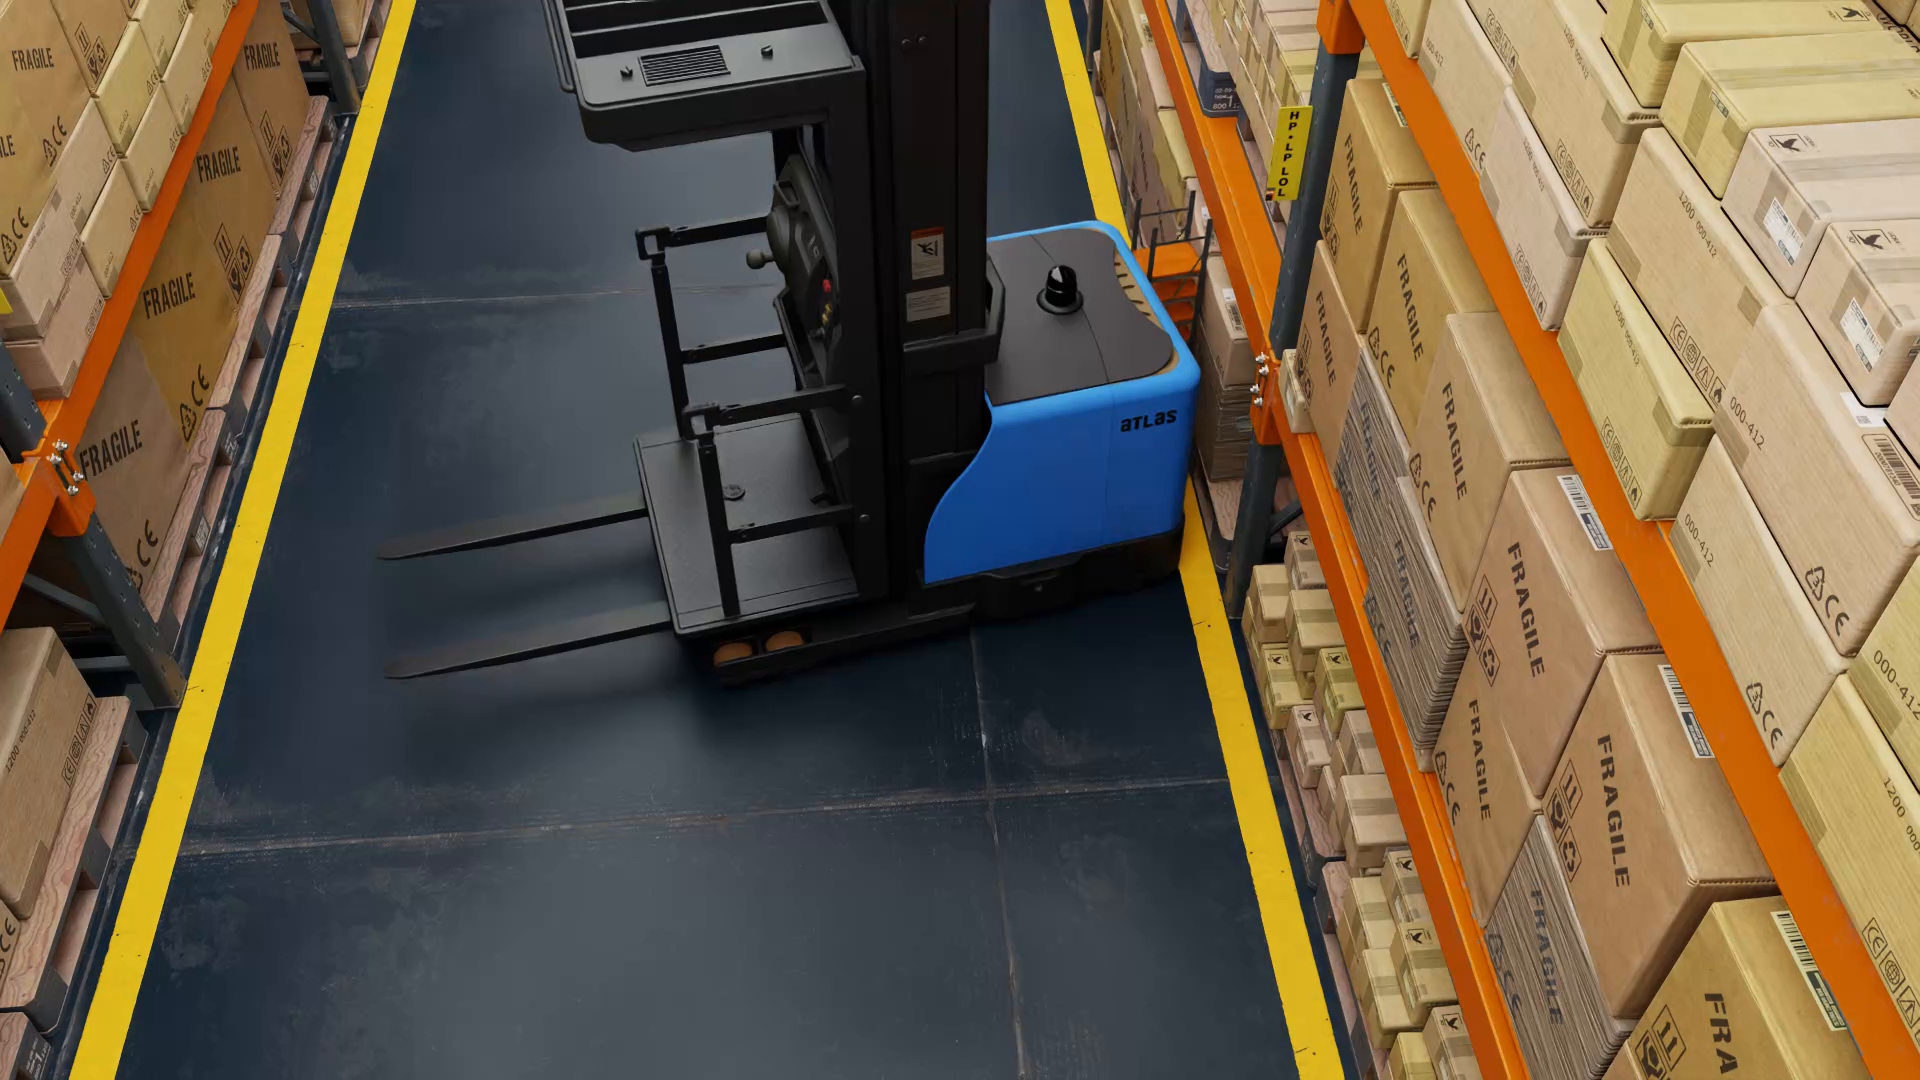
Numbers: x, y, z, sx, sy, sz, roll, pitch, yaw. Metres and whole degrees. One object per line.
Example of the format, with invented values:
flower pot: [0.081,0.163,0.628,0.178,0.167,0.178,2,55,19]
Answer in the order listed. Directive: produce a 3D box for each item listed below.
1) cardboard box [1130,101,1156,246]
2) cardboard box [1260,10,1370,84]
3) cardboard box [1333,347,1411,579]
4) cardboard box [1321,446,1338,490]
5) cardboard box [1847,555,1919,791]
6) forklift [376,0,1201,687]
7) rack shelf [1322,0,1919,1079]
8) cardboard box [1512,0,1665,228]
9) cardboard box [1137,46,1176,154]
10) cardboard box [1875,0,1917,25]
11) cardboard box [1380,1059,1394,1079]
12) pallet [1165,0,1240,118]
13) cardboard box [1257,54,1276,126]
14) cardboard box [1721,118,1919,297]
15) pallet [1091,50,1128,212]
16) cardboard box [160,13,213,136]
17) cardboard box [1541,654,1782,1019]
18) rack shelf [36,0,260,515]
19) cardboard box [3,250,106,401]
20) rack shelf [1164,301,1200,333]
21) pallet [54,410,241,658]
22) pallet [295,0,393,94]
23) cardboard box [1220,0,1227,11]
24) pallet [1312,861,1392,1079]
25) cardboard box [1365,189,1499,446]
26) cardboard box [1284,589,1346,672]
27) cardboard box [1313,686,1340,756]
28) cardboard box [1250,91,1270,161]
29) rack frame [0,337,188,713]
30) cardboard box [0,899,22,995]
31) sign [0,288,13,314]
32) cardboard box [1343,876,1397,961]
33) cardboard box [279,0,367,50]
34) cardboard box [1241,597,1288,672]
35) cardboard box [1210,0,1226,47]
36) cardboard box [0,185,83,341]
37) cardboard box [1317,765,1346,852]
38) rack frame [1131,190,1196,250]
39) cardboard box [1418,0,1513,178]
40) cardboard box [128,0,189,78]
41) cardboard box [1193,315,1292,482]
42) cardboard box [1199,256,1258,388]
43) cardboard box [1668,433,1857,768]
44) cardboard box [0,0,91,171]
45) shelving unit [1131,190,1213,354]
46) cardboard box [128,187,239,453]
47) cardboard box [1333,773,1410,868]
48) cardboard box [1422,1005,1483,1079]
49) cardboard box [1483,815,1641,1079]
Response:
cardboard box: [1.099,-1.709,7.735,0.500,0.500,0.500,-5,47,-4]
cardboard box: [1.265,-1.715,5.782,0.380,0.149,0.250,-5,47,-5]
cardboard box: [1.375,-0.198,4.597,0.500,0.500,0.500,-3,47,-3]
cardboard box: [1.329,-0.299,5.140,0.380,0.149,0.250,-2,47,-2]
cardboard box: [1.535,0.262,2.129,0.500,0.250,0.500,-5,47,-4]
forklift: [-0.706,-0.897,5.580,3.031,2.935,1.130,-12,48,-11]
rack shelf: [1.703,-0.129,3.236,1.077,0.370,4.000,-3,47,-3]
cardboard box: [1.402,-0.856,3.187,0.500,0.250,0.500,-3,47,-3]
cardboard box: [1.089,-1.990,7.484,0.500,0.250,0.500,-3,47,-3]
cardboard box: [1.930,-1.118,3.161,0.380,0.149,0.250,-5,47,-5]
cardboard box: [1.440,1.636,4.809,0.380,0.149,0.250,-3,47,-3]
pallet: [1.408,-2.190,6.891,1.003,0.211,1.213,-3,47,-3]
cardboard box: [1.265,-1.599,5.877,0.380,0.149,0.250,-2,47,-2]
cardboard box: [1.443,-0.524,2.599,0.380,0.149,0.250,-5,47,-4]
pallet: [1.265,-2.162,8.652,1.003,0.211,1.213,-3,47,-3]
cardboard box: [-3.267,-1.809,6.501,0.500,0.250,0.500,-4,47,-4]
cardboard box: [1.490,0.563,3.188,0.500,0.500,0.500,-1,47,-1]
rack shelf: [-3.556,-1.618,6.712,1.077,0.370,4.000,-3,47,-3]
cardboard box: [-3.162,-0.701,5.451,0.500,0.250,0.500,-4,47,-4]
rack shelf: [0.805,-0.897,6.661,0.258,0.103,0.180,-11,49,-10]
pallet: [-3.528,-0.013,6.617,1.003,0.211,1.213,-3,47,-3]
pallet: [-3.787,-2.919,9.369,1.003,0.211,1.213,-3,47,-3]
cardboard box: [1.192,-2.182,6.429,0.380,0.149,0.250,-3,47,-3]
pallet: [1.733,1.535,5.151,1.003,0.211,1.213,-3,47,-3]
cardboard box: [1.389,-0.557,4.249,0.500,0.500,0.500,-5,47,-4]
cardboard box: [1.322,0.304,5.661,0.380,0.149,0.250,-1,47,-1]
cardboard box: [1.414,0.575,5.609,0.380,0.149,0.250,-4,47,-4]
cardboard box: [1.264,-1.494,5.983,0.380,0.149,0.250,-4,47,-3]
rack frame: [-3.388,-0.418,5.080,1.000,3.000,0.127,-3,47,-3]
cardboard box: [-3.367,1.427,4.808,0.875,0.438,0.875,-5,47,-4]
sign: [-2.835,-0.778,4.770,0.100,0.325,0.005,-3,47,-3]
cardboard box: [1.392,1.157,5.057,0.380,0.149,0.250,-4,47,-4]
cardboard box: [-3.760,-2.962,9.010,0.950,0.372,0.625,-6,47,-6]
cardboard box: [1.246,0.327,6.049,0.380,0.149,0.250,-5,47,-5]
cardboard box: [1.193,-2.068,6.526,0.380,0.149,0.250,-2,47,-2]
cardboard box: [-3.144,-0.874,5.271,0.500,0.250,0.500,-5,47,-4]
cardboard box: [1.412,0.877,5.528,0.380,0.149,0.250,-4,47,-4]
rack frame: [0.781,-0.912,6.776,0.240,1.200,0.006,-11,49,-10]
cardboard box: [1.363,-1.059,3.725,0.500,0.250,0.500,-4,47,-4]
cardboard box: [-3.276,-1.982,6.320,0.500,0.250,0.500,-5,47,-4]
cardboard box: [1.223,-0.597,6.682,0.500,0.500,0.500,-4,47,-4]
cardboard box: [1.222,-0.858,6.413,0.500,0.250,0.500,-5,47,-4]
cardboard box: [1.491,0.081,2.645,0.500,0.250,0.500,-2,47,-2]
cardboard box: [-3.209,-1.499,5.346,0.500,0.500,0.500,-4,47,-4]
shelving unit: [0.804,-0.846,6.717,0.258,1.200,0.189,-11,49,-10]
cardboard box: [-3.603,-0.929,6.738,0.875,0.875,0.875,-2,47,-2]
cardboard box: [1.377,0.860,5.134,0.380,0.149,0.250,-3,47,-2]
cardboard box: [1.514,1.421,4.603,0.380,0.149,0.250,-5,47,-5]
cardboard box: [1.487,0.917,3.542,0.500,0.500,0.500,-3,47,-3]
